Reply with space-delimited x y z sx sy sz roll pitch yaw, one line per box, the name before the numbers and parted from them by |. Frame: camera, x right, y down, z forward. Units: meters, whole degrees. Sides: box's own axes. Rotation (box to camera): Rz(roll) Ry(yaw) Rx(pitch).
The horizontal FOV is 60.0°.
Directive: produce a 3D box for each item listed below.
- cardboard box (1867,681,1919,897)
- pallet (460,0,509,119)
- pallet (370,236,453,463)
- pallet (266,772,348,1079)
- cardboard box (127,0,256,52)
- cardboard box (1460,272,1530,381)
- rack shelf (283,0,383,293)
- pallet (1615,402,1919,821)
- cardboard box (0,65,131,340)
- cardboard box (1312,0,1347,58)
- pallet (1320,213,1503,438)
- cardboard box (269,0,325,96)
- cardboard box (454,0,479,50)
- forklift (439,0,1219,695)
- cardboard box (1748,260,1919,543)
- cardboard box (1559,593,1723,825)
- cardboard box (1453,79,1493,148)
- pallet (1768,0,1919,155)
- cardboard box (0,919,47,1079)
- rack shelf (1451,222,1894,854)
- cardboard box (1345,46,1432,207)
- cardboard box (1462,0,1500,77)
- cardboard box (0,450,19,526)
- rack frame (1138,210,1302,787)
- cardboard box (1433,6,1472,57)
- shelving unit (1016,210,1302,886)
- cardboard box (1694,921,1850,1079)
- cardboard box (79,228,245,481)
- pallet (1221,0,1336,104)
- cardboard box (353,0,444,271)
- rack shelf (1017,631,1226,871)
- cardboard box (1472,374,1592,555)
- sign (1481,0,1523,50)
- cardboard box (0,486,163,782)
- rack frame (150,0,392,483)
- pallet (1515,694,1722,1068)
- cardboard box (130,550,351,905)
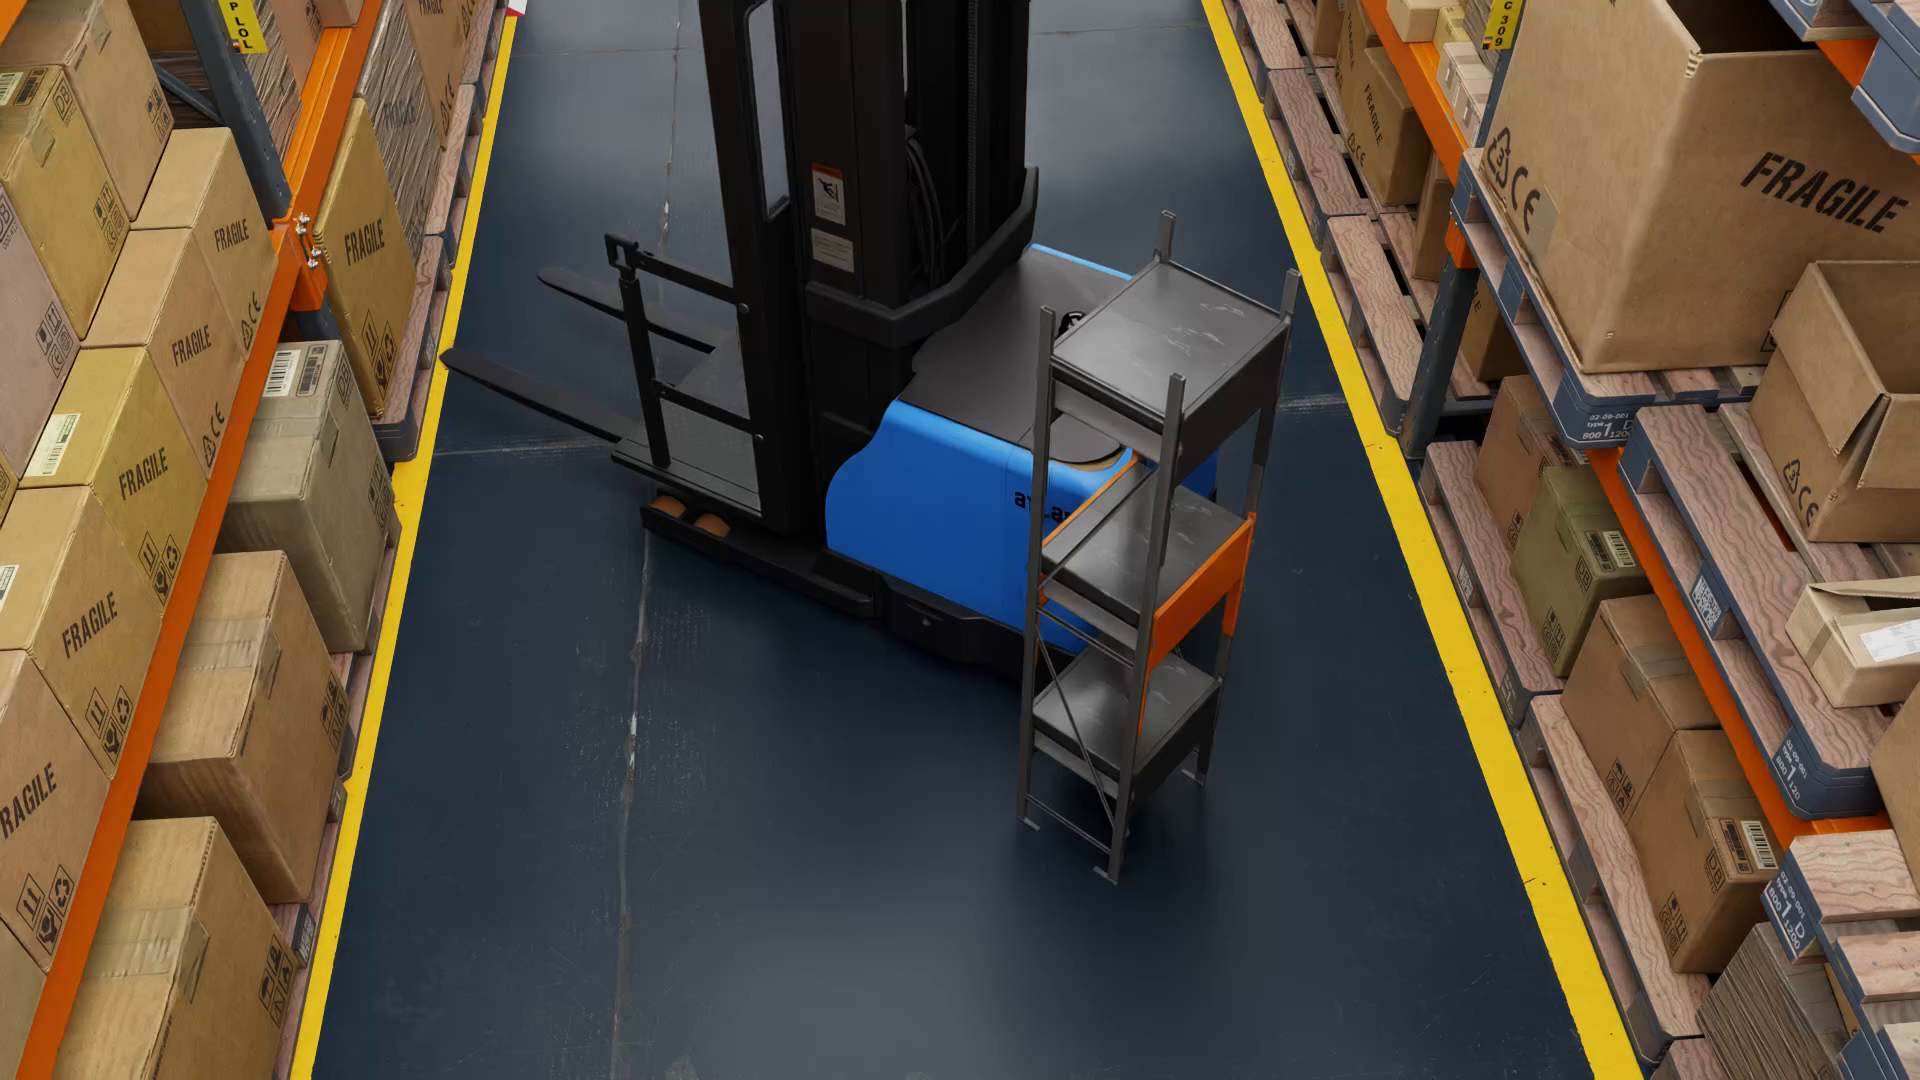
cardboard box | 2.352 0.513 3.340 0.700 0.500 0.500 3 47 3
pallet | -2.893 -2.549 8.519 1.003 0.211 1.213 -3 47 -3
pallet | -2.688 -0.784 6.847 1.003 0.211 1.213 -3 47 -3
pallet | -2.458 1.209 4.959 1.003 0.211 1.213 -3 47 -3
cardboard box | -2.699 -1.880 5.117 0.875 0.550 0.550 -3 47 -3
cardboard box | 2.255 -0.993 6.557 0.500 0.500 0.500 -5 47 -5
rack shelf | -2.870 -2.388 6.941 1.077 0.370 4.000 -3 47 -3
pallet | 2.377 0.114 4.208 1.003 0.211 1.213 -3 47 -3
cardboard box | -2.610 -0.835 4.218 0.700 0.500 0.500 -4 47 -4
cardboard box | 2.033 -2.712 8.185 0.500 0.500 0.500 8 47 7
pallet | 2.157 -0.941 6.996 1.003 0.211 1.213 -3 47 -3
cardboard box | -2.814 -1.902 5.882 0.875 0.550 0.550 -3 47 -3
cardboard box | -2.915 -3.009 8.208 0.875 0.875 0.875 -3 47 -3
forklift | -0.603 -1.252 5.417 3.031 2.935 1.130 22 51 20
cardboard box | 2.485 -0.348 4.153 0.797 0.503 0.637 1 47 1
cardboard box | 2.347 0.489 5.140 0.700 0.500 0.500 -7 47 -7
cardboard box | 1.937 -1.468 5.747 0.380 0.149 0.250 -3 47 -3
pallet | 2.284 -1.180 3.365 1.213 0.211 1.003 -3 47 -3
cardboard box | -2.182 0.963 3.203 0.500 0.500 0.500 -4 47 -4
rack shelf | 2.416 0.278 4.416 1.077 0.370 4.000 -3 47 -3
cardboard box | 2.069 -1.851 7.370 0.500 0.500 0.500 -7 47 -7
cardboard box | 2.272 -1.882 5.693 0.875 0.500 0.500 -3 47 -3
cardboard box | -2.527 -0.104 3.525 0.700 0.500 0.500 -4 47 -4
rack frame | 0.654 -0.003 4.806 0.400 2.100 0.015 31 54 26
cardboard box | 1.965 -1.834 6.094 0.380 0.149 0.250 -3 47 -3
shelving unit | 0.498 0.133 4.677 0.431 2.100 0.503 31 54 26
cardboard box | 2.448 1.302 4.370 0.700 0.500 0.500 -7 47 -7
cardboard box | -2.350 -0.495 4.584 0.500 0.500 0.500 -4 47 -4
pallet | 1.953 -2.707 8.668 1.003 0.211 1.213 -3 47 -3
cardboard box | -2.765 -1.713 6.981 0.875 0.875 0.875 -3 47 -3
rack shelf | 0.496 0.622 5.196 0.431 0.518 0.480 31 54 26
cardboard box | 2.278 -0.262 5.851 0.700 0.500 0.500 -7 47 -6
sign | 1.708 -1.675 5.175 0.100 0.325 0.005 -3 47 -3
cardboard box | -2.263 0.237 3.890 0.500 0.500 0.500 -4 47 -4
rack frame | -2.703 -1.188 5.309 1.000 3.000 0.127 -3 47 -3
pallet | 2.420 0.991 5.167 1.003 0.211 1.213 -3 47 -3
cardboard box | -2.484 0.583 4.892 1.050 0.750 0.750 -3 47 -3
